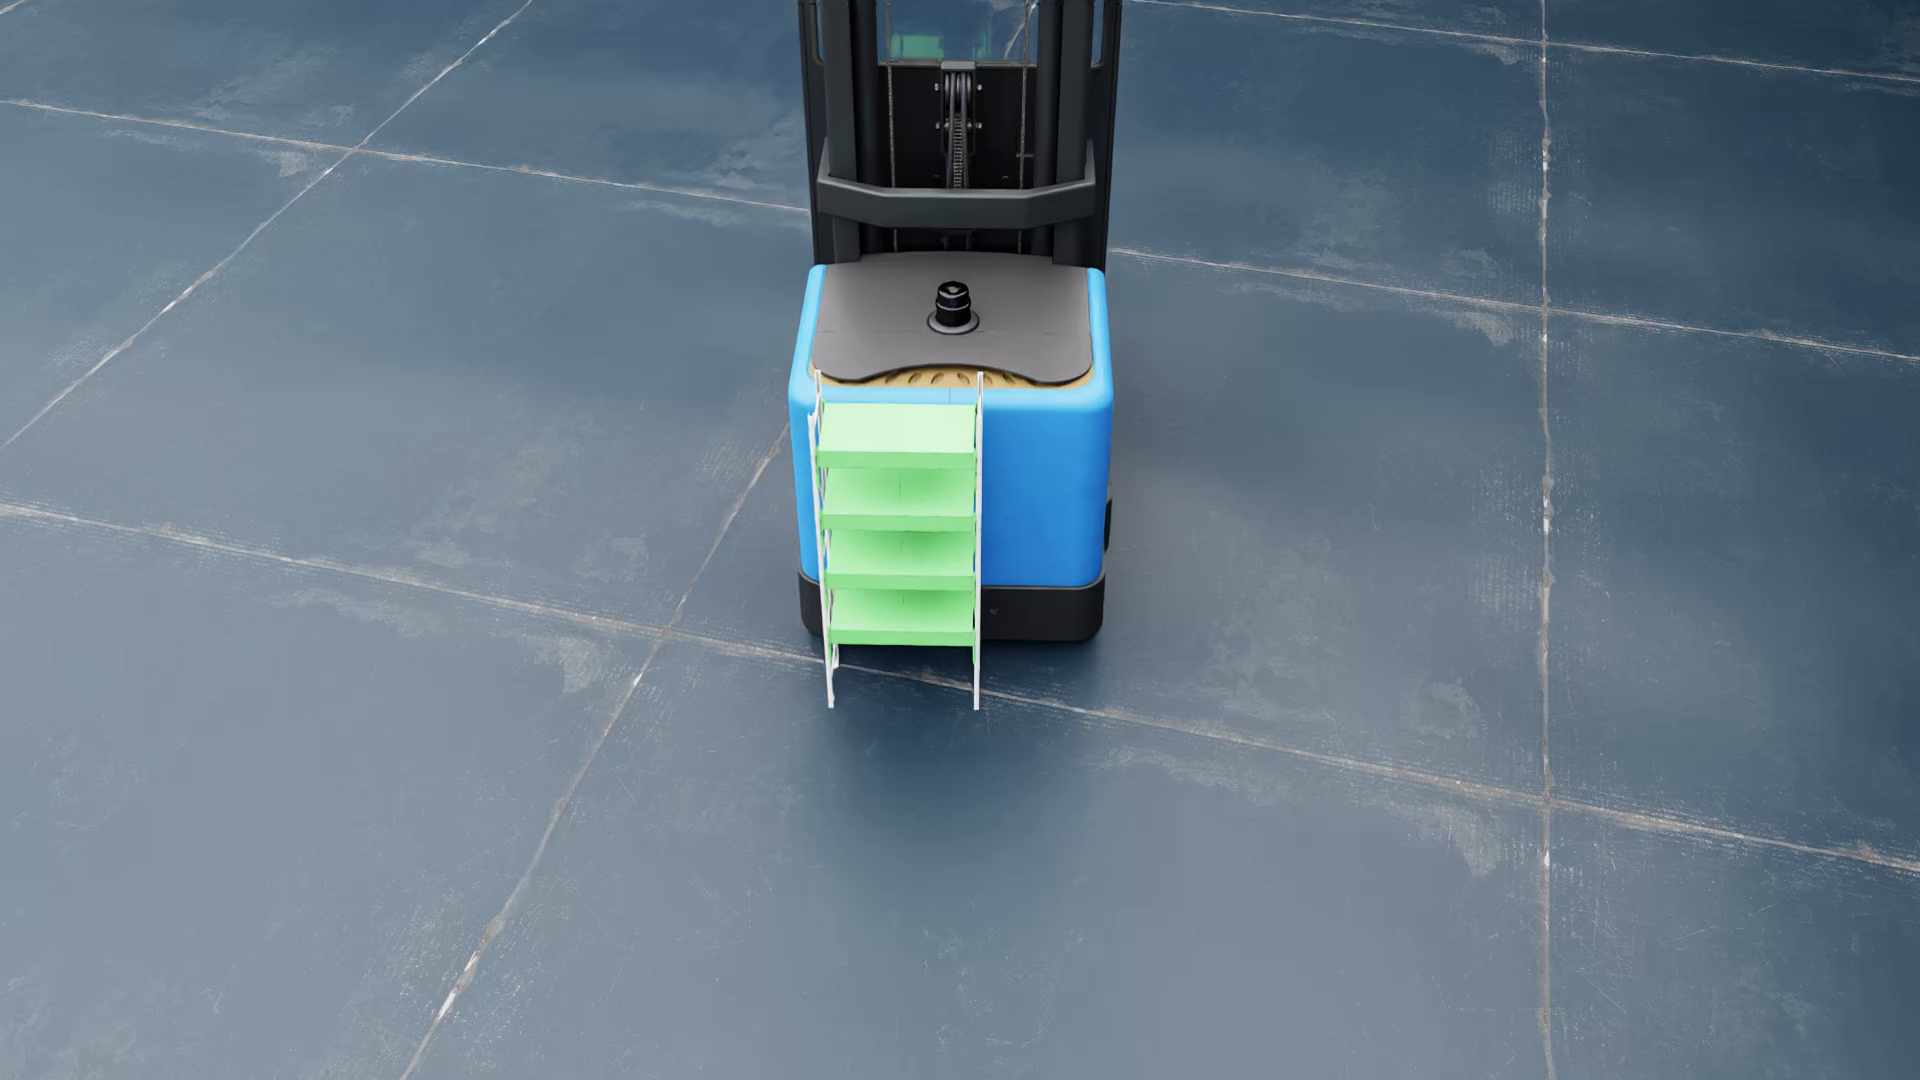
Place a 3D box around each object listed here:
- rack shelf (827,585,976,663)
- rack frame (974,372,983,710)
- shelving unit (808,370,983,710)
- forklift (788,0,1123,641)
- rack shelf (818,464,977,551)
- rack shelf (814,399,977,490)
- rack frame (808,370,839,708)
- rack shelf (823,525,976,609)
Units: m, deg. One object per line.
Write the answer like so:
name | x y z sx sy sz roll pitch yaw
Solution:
rack shelf | -0.186 0.263 5.477 0.480 0.148 0.258 1 40 1
rack frame | 0.058 0.034 5.276 0.015 1.200 0.240 1 40 1
shelving unit | -0.186 0.030 5.281 0.503 1.200 0.258 1 40 1
forklift | 0.006 -1.699 5.994 1.130 2.935 3.031 1 40 1
rack shelf | -0.186 -0.105 5.168 0.480 0.148 0.258 1 40 1
rack shelf | -0.186 -0.288 5.013 0.480 0.148 0.258 1 40 1
rack frame | -0.430 0.026 5.286 0.015 1.200 0.240 1 40 1
rack shelf | -0.186 0.079 5.322 0.480 0.148 0.258 1 40 1
